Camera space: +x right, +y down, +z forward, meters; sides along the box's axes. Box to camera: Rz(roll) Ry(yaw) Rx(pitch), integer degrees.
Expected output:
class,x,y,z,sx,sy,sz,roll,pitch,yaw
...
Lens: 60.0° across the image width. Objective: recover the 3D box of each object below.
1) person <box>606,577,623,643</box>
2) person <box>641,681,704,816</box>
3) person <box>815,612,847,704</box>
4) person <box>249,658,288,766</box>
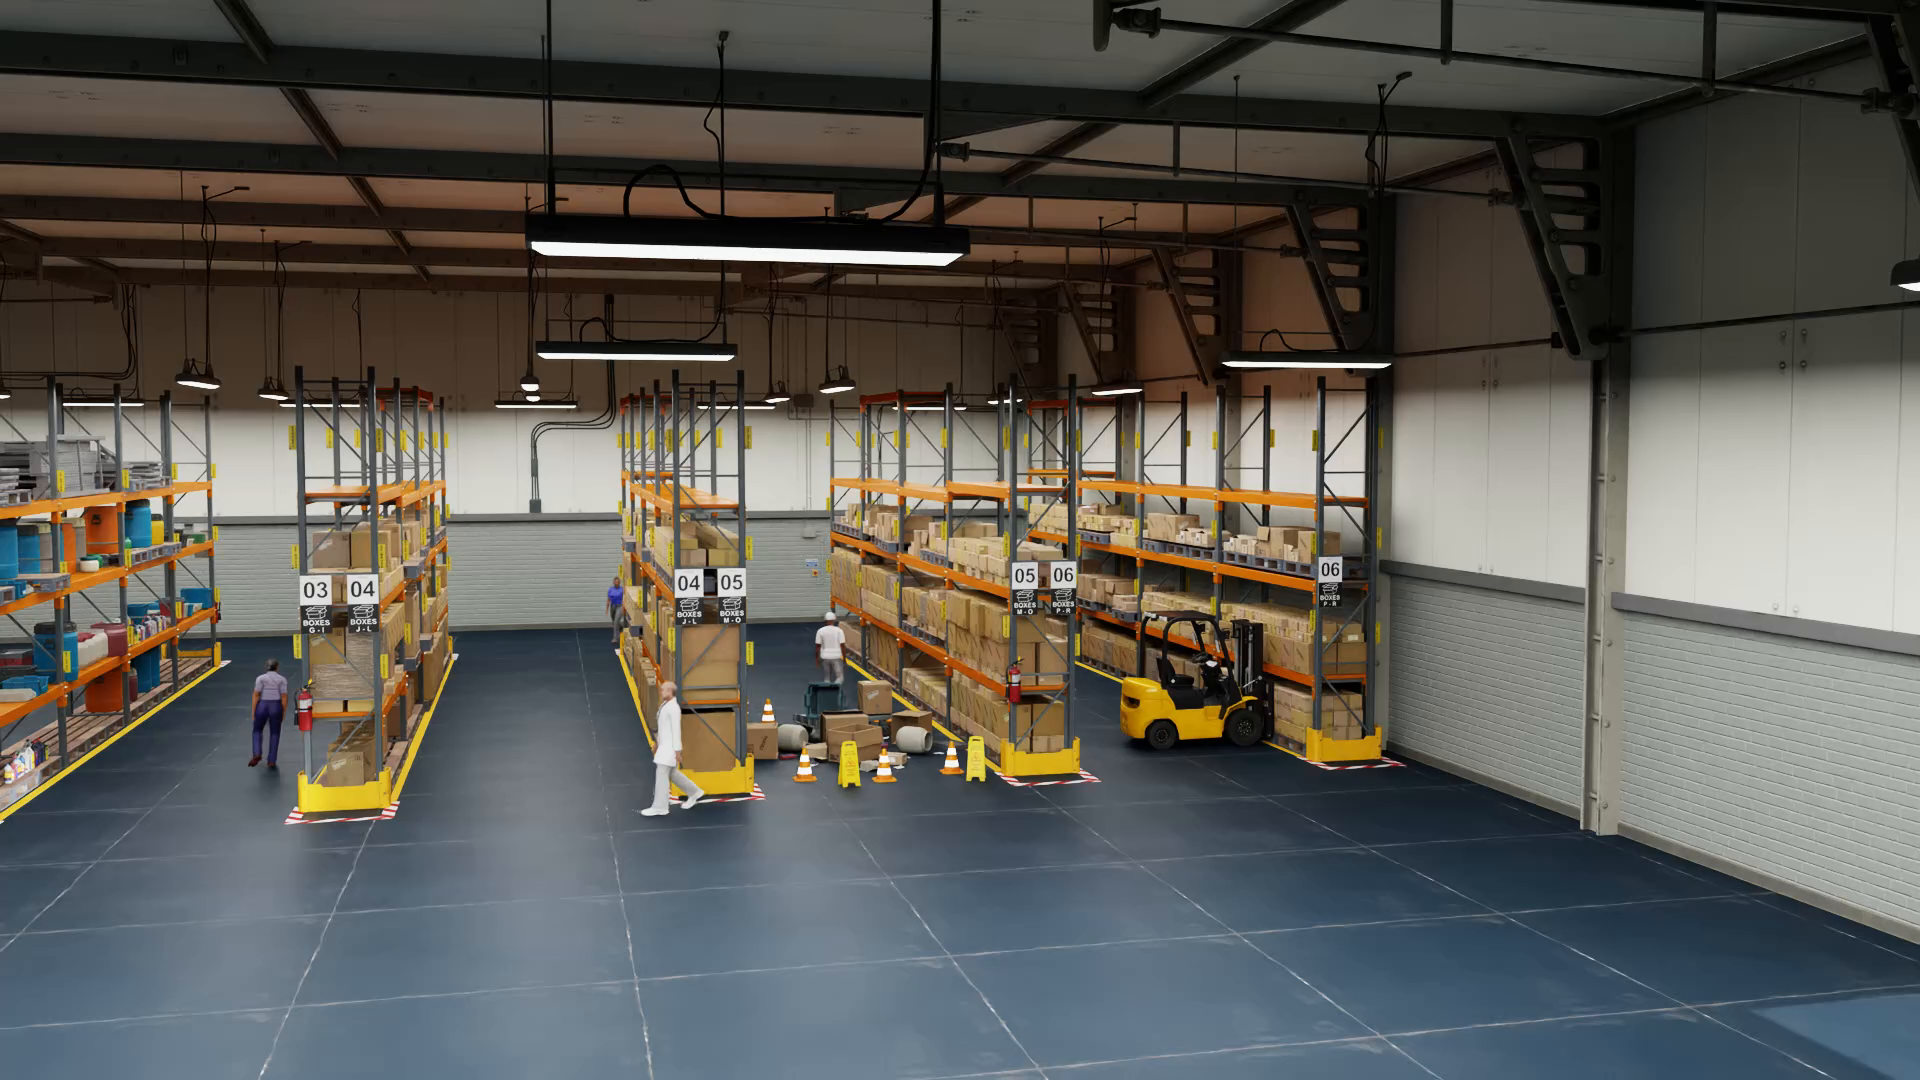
class,x,y,z,sx,sy,sz,roll,pitch,yaw
person,-8.524,1.714,41.351,0.430,1.600,1.018,1,4,14
person,-3.866,2.778,22.359,0.874,1.763,0.551,-1,4,-15
person,-2.442,2.250,31.474,0.610,1.765,0.512,1,3,12
person,-10.641,2.650,25.579,0.586,1.657,0.398,-1,4,-19
